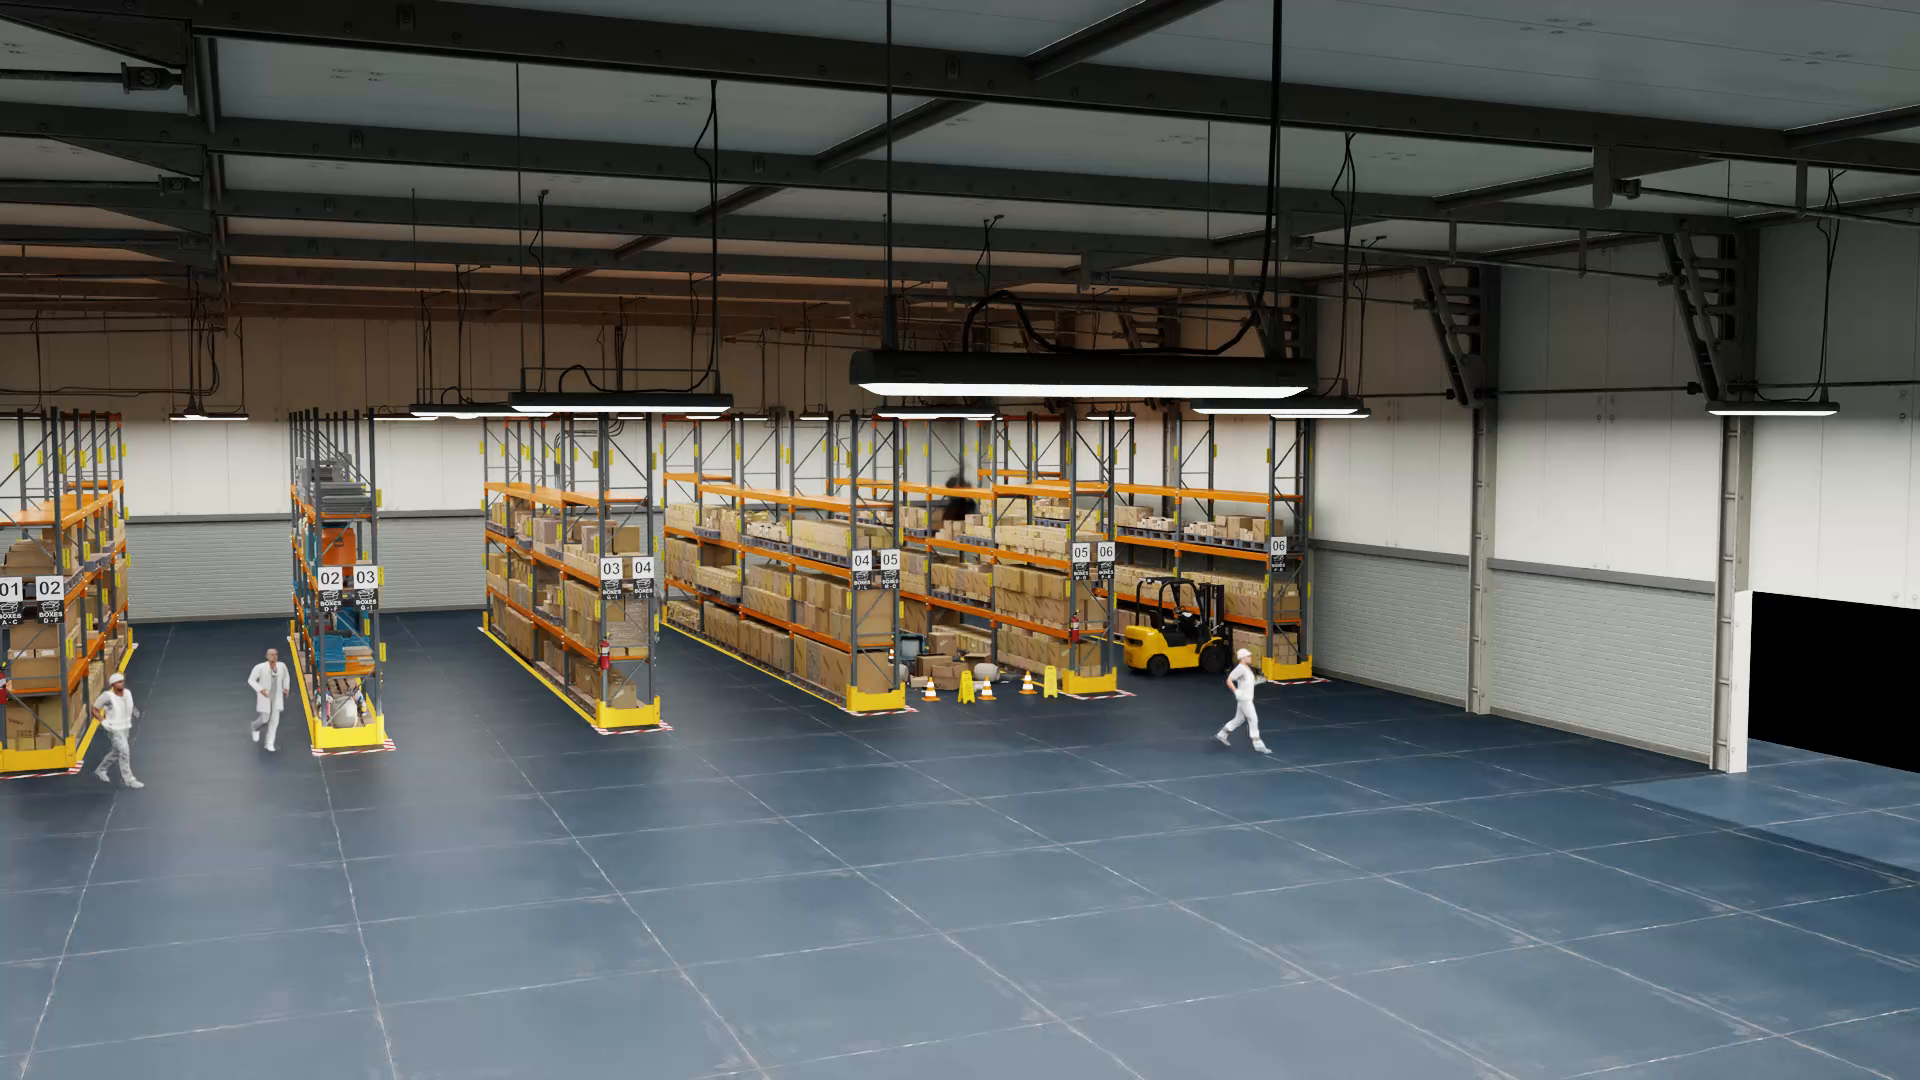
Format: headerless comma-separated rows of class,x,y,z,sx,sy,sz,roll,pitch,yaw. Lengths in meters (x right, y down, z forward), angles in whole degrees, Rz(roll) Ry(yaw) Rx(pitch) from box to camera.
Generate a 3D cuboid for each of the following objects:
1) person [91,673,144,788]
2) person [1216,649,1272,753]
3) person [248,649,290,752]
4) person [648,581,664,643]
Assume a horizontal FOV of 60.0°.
person,-13.200,2.969,26.083,0.901,1.777,0.675,1,4,13
person,4.938,2.774,28.868,0.991,1.781,0.659,1,4,16
person,-12.183,2.801,29.399,0.746,1.765,0.873,-4,5,-43
person,-8.067,1.859,43.803,0.548,1.633,0.848,-1,4,-19
